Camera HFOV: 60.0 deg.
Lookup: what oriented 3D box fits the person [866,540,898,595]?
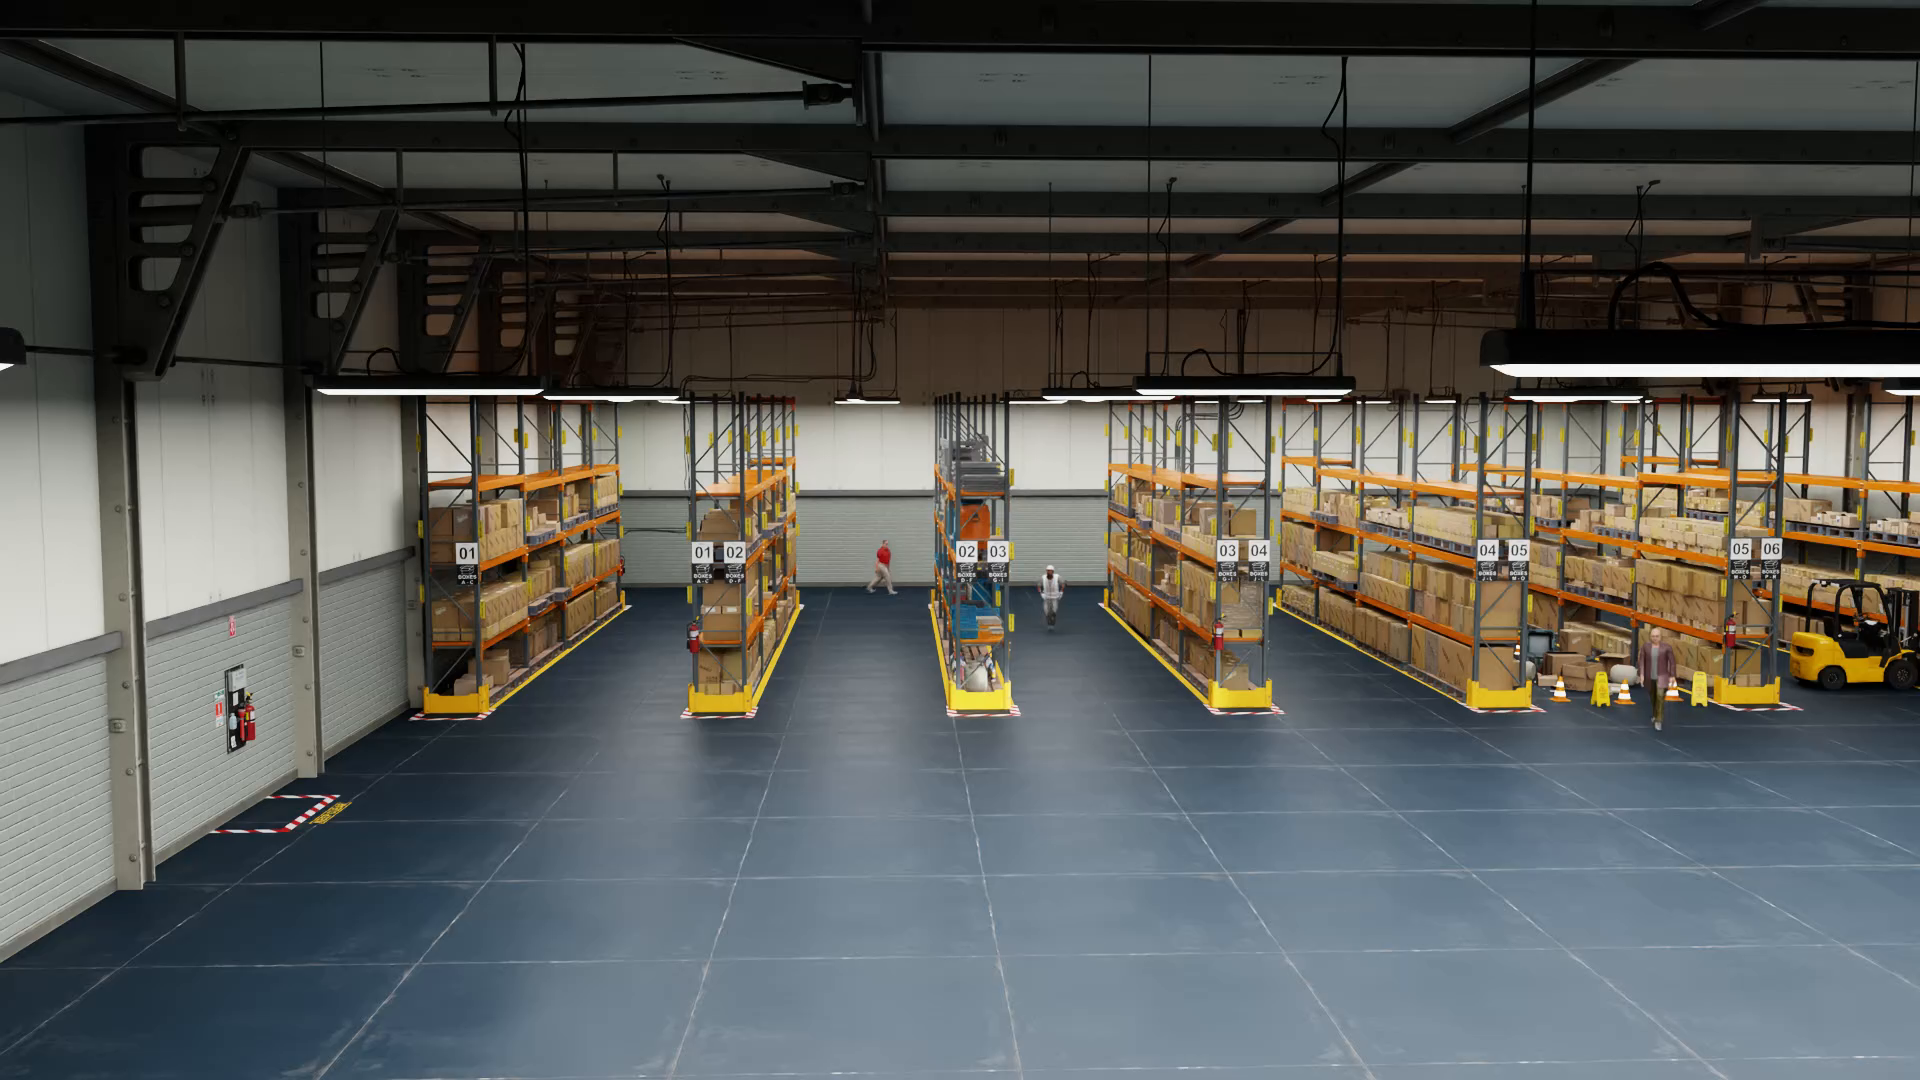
[{"bbox_3d":[-2.358,0.829,50.700,1.119,1.665,0.508,1,5,16],"label":"person"}]

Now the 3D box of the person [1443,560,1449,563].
[{"bbox_3d":[14.630,0.962,49.519,0.819,1.564,0.415,-1,5,-7],"label":"person"}]

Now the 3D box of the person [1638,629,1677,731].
[{"bbox_3d":[12.420,2.450,29.681,0.609,1.741,0.967,4,6,43],"label":"person"}]

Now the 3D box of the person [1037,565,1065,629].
[{"bbox_3d":[2.337,1.469,42.671,0.719,1.683,0.648,0,5,5],"label":"person"}]
